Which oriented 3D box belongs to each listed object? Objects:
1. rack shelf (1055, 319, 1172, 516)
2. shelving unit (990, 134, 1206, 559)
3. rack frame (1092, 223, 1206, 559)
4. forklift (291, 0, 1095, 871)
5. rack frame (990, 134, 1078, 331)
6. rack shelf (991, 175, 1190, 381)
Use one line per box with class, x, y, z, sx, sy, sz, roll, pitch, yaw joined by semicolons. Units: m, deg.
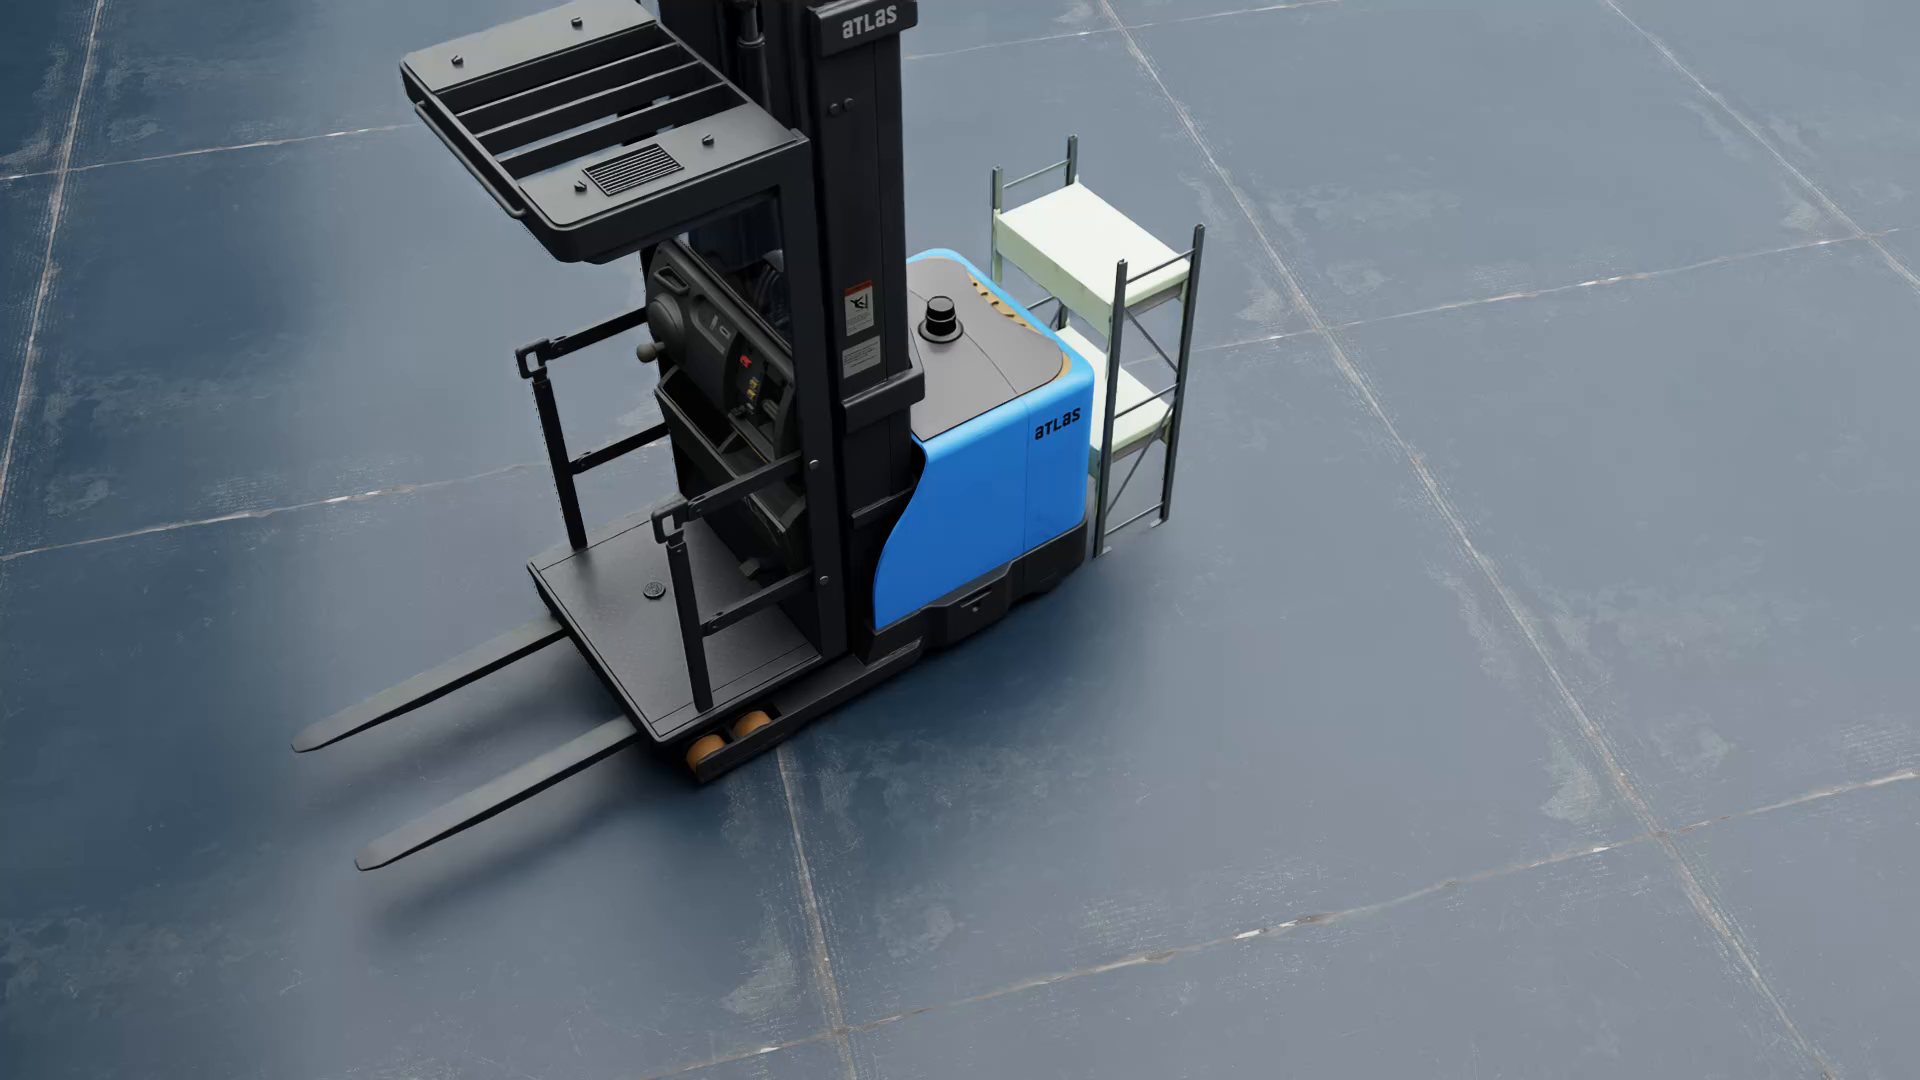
rack shelf;0.505;-0.518;6.915;0.431;0.370;0.720;-27;52;-24
shelving unit;0.505;-0.746;6.682;0.431;1.500;0.755;-27;52;-24
rack frame;0.721;-0.535;6.475;0.400;1.500;0.023;-27;52;-24
forklift;-0.981;-0.577;5.514;3.031;2.935;1.130;-27;51;-24
rack frame;0.290;-0.958;6.889;0.400;1.500;0.023;-27;52;-24
rack shelf;0.505;-1.019;6.403;0.431;0.370;0.720;-27;52;-24
